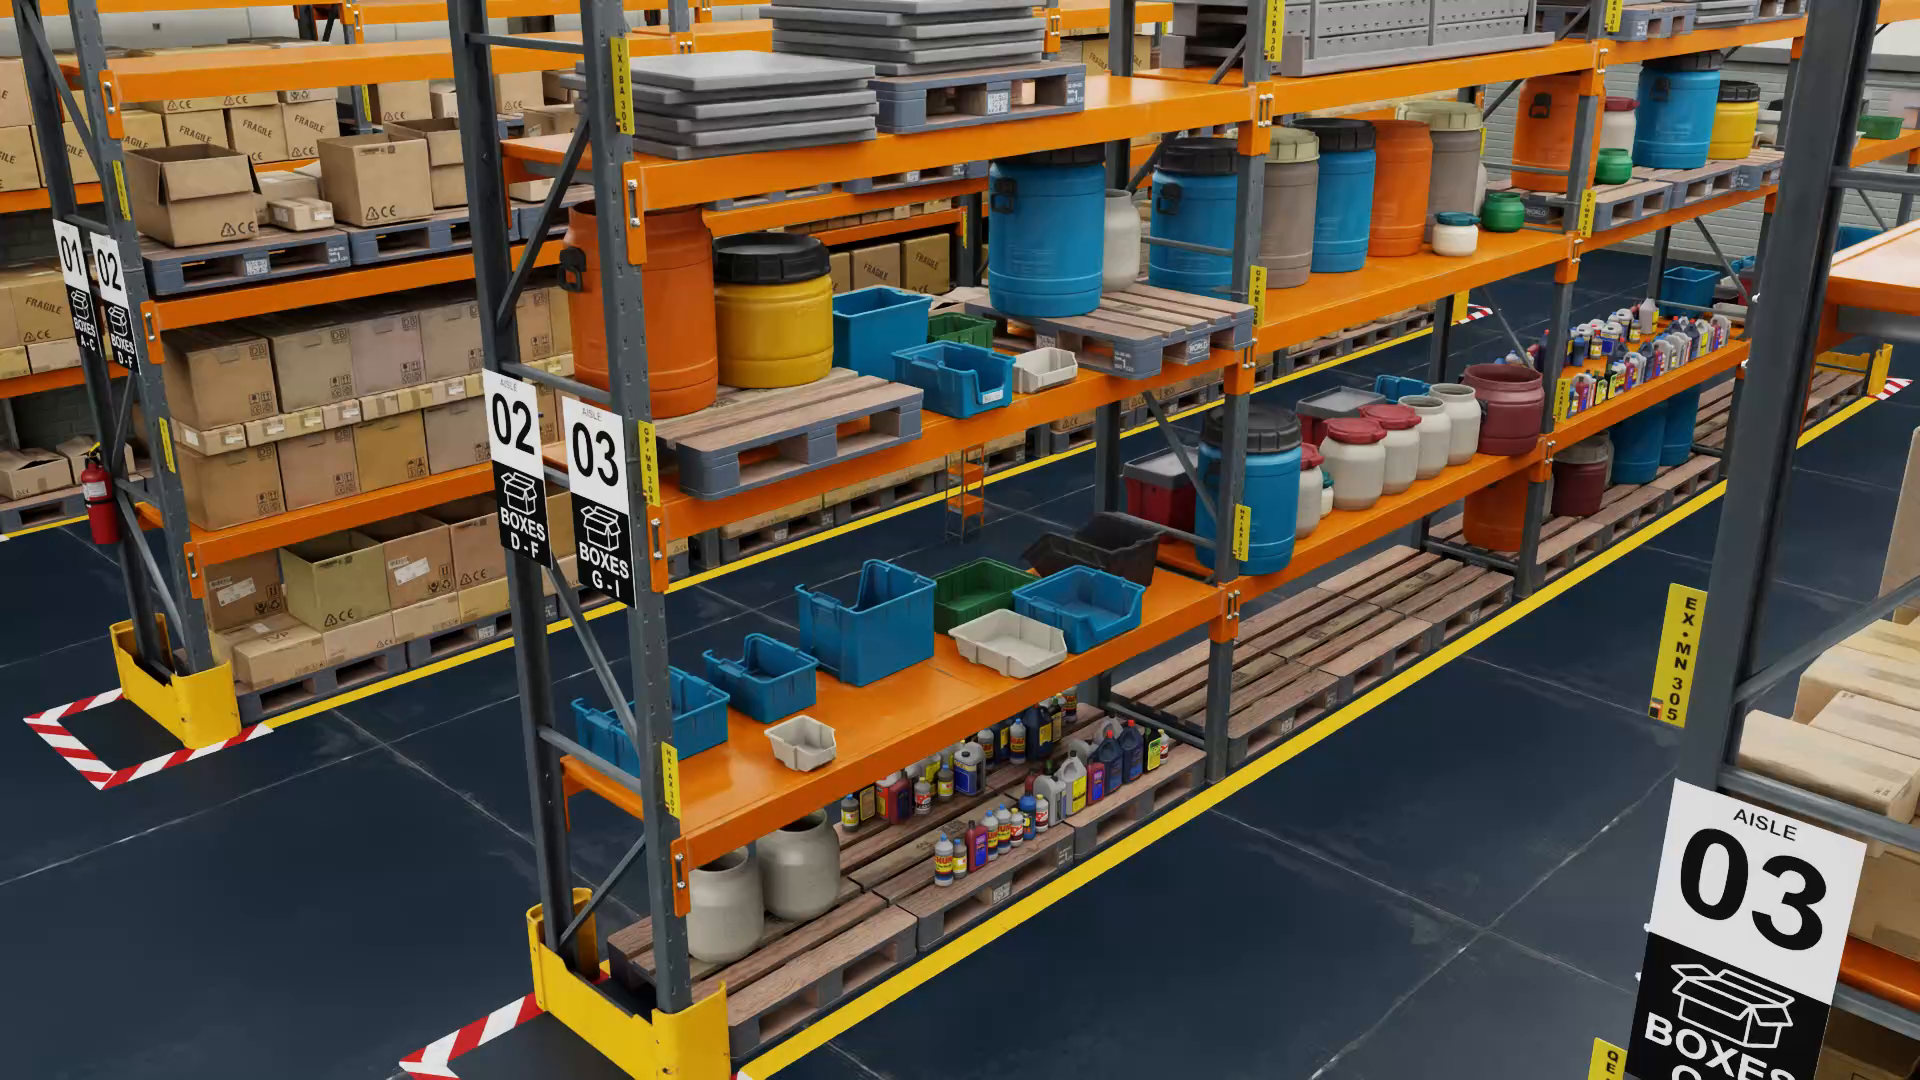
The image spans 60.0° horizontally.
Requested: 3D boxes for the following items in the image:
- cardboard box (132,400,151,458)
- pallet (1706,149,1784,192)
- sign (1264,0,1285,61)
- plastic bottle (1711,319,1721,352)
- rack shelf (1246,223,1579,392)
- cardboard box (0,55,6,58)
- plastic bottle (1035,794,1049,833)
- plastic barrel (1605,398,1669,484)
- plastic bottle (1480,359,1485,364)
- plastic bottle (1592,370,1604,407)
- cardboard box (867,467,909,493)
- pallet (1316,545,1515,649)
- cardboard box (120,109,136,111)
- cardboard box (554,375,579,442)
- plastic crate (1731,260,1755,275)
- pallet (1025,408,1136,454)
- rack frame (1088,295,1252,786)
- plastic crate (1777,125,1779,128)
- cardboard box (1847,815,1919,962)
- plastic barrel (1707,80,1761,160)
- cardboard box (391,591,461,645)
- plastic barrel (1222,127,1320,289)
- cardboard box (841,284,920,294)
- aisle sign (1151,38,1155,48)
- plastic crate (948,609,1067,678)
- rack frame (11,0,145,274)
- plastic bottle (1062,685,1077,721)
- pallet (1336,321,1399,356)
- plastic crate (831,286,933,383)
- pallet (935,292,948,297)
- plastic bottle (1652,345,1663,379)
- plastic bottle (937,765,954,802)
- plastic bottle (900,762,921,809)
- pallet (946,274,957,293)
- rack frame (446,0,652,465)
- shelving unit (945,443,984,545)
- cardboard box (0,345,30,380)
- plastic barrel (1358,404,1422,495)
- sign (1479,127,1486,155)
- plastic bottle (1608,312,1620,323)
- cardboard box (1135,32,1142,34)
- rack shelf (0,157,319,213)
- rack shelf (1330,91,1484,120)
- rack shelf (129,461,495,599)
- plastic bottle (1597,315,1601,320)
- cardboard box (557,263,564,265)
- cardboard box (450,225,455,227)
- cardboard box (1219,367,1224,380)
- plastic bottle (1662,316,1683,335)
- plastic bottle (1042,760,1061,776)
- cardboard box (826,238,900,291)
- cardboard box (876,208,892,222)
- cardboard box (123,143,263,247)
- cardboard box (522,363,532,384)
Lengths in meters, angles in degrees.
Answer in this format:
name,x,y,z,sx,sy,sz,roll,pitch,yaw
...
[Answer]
name,x,y,z,sx,sy,sz,roll,pitch,yaw
cardboard box,-7.178,-1.020,15.280,0.700,0.500,0.500,17,27,37
pallet,6.322,-3.195,14.150,1.213,0.211,1.003,19,28,41
sign,1.605,-2.614,8.487,0.100,0.325,0.005,19,28,41
plastic bottle,6.627,-1.801,14.604,0.061,0.283,0.133,19,28,41
rack shelf,2.614,-1.631,10.820,1.077,0.370,4.000,19,28,41
cardboard box,-8.184,-3.746,13.759,0.500,0.500,0.500,-18,27,-39
plastic bottle,0.437,1.497,9.149,0.097,0.201,0.097,0,21,0
plastic barrel,5.914,-1.008,14.717,0.600,0.901,0.708,19,28,41
plastic bottle,4.146,-1.296,13.290,0.061,0.283,0.133,19,28,41
plastic bottle,4.991,-1.198,13.036,0.061,0.283,0.133,19,28,41
cardboard box,-0.797,-0.643,14.675,0.500,0.250,0.500,-20,28,-41
pallet,3.441,0.411,12.574,1.003,0.211,1.213,19,28,41
cardboard box,-7.477,-3.532,14.596,0.500,0.500,0.500,-18,27,-38
cardboard box,-2.996,-1.087,12.444,0.700,0.500,0.500,19,28,40
plastic crate,8.054,-2.690,16.904,0.416,0.233,0.300,19,28,41
pallet,1.010,-1.202,16.770,1.003,0.211,1.213,19,28,41
rack frame,1.218,-0.052,9.891,1.000,3.000,0.127,19,28,41
plastic crate,7.862,-3.699,15.379,0.497,0.269,0.590,19,28,41
cardboard box,2.131,0.698,3.968,0.500,0.250,0.500,-19,28,-41
plastic barrel,6.308,-3.507,13.852,0.600,0.588,0.600,0,21,0
cardboard box,-3.890,0.483,11.747,0.500,0.250,0.500,19,28,41
plastic barrel,1.874,-2.040,10.182,0.600,0.901,0.600,0,21,0
cardboard box,-0.696,-1.932,14.644,0.500,0.500,0.500,17,27,38
aisle sign,2.757,-6.773,23.754,0.394,0.787,0.004,19,28,41
plastic crate,0.267,0.552,8.688,0.530,0.136,0.437,19,28,41
rack frame,-5.118,-3.065,9.368,1.000,3.000,0.127,19,28,41
plastic bottle,0.682,0.988,10.374,0.097,0.271,0.097,0,21,0
pallet,4.584,-2.539,20.249,1.003,0.211,1.213,19,28,41
plastic crate,-0.457,-0.982,8.152,0.392,0.384,0.575,19,28,41
pallet,-0.783,-3.069,21.628,1.003,0.211,1.213,19,28,41
plastic bottle,5.765,-1.483,13.777,0.061,0.283,0.133,19,28,41
plastic bottle,-0.083,1.377,9.461,0.097,0.201,0.097,0,21,0
plastic bottle,-0.313,1.367,9.383,0.152,0.276,0.135,18,28,39
pallet,0.288,-3.463,22.651,1.003,0.211,1.213,19,28,41
rack frame,-1.572,-1.824,6.140,1.000,3.000,0.127,19,28,41
shelving unit,0.037,-0.504,13.784,0.215,1.050,0.252,19,28,41
cardboard box,-8.102,-1.489,13.810,0.500,0.250,0.500,18,28,39
plastic barrel,2.857,-0.607,11.144,0.433,0.535,0.433,0,21,0
sign,6.427,-4.922,20.506,0.100,0.325,0.005,19,28,41
plastic bottle,5.848,-1.908,14.899,0.097,0.271,0.097,0,21,0
cardboard box,2.171,-6.935,23.101,0.500,0.250,0.500,-19,28,-40
rack shelf,-7.275,-3.082,14.596,1.077,0.370,4.000,19,28,41
rack shelf,4.648,-4.928,19.398,1.077,0.370,4.000,19,28,41
rack shelf,-3.723,-0.443,11.911,1.077,0.370,4.000,19,28,41
plastic bottle,5.618,-1.838,14.701,0.061,0.283,0.133,19,28,41
cardboard box,-2.633,-1.830,12.568,0.700,0.500,0.500,19,28,41
cardboard box,-5.105,-3.048,16.933,0.500,0.500,0.700,-17,27,-37
cardboard box,2.763,-2.064,17.997,0.500,0.500,0.500,19,28,41
plastic bottle,6.160,-1.756,14.393,0.144,0.351,0.185,19,28,41
plastic bottle,0.525,1.361,9.387,0.061,0.283,0.133,19,28,41
cardboard box,-1.277,-3.352,20.887,0.750,0.750,0.750,-19,28,-40
cardboard box,-1.064,-4.068,20.661,0.380,0.149,0.250,19,28,41
cardboard box,-4.714,-2.121,10.169,0.637,0.503,0.797,-18,27,-38
cardboard box,-3.251,-1.193,11.816,0.250,0.149,0.380,-19,28,-41
